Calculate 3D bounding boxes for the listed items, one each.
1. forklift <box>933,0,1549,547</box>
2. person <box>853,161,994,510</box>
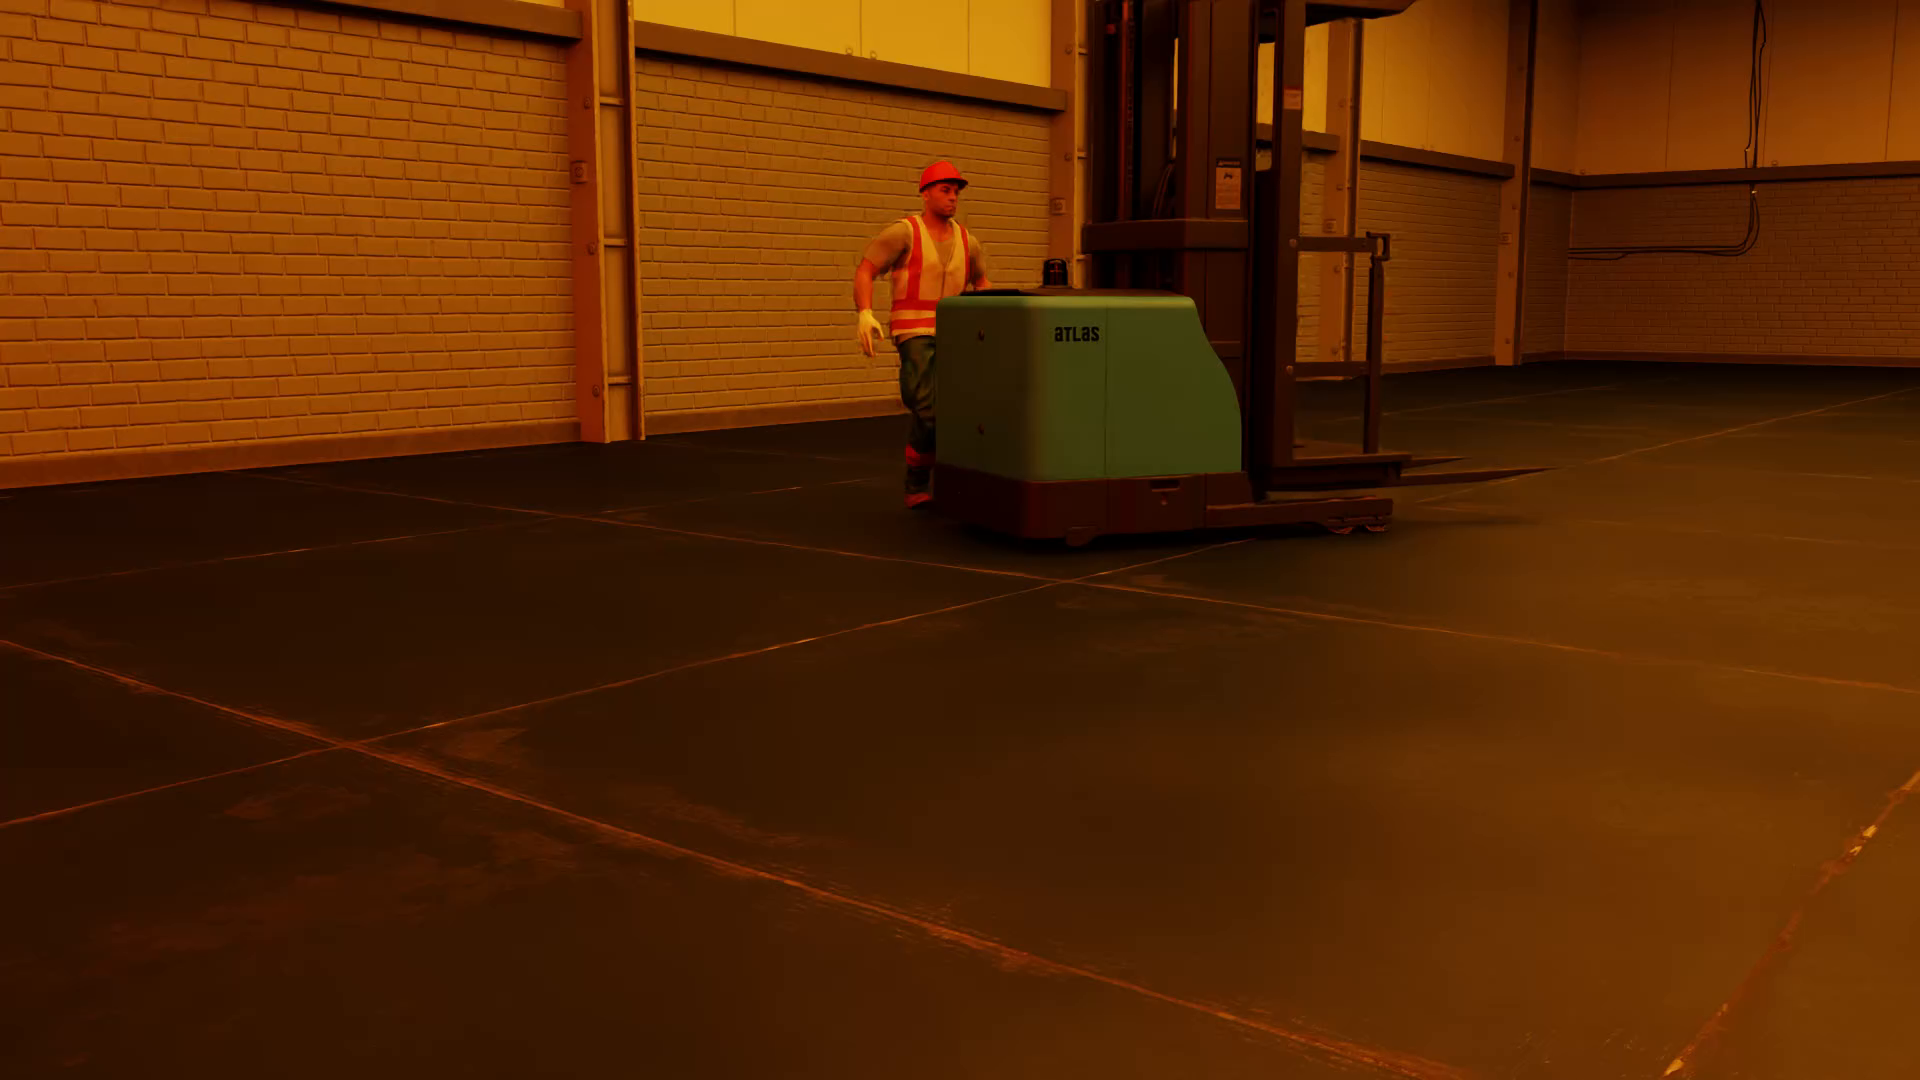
[{"bbox_3d":[1.434,-1.539,7.801,3.031,2.935,1.130,-4,9,-25],"label":"forklift"},{"bbox_3d":[-0.069,-0.962,8.112,0.925,1.748,0.573,-5,10,-30],"label":"person"}]
